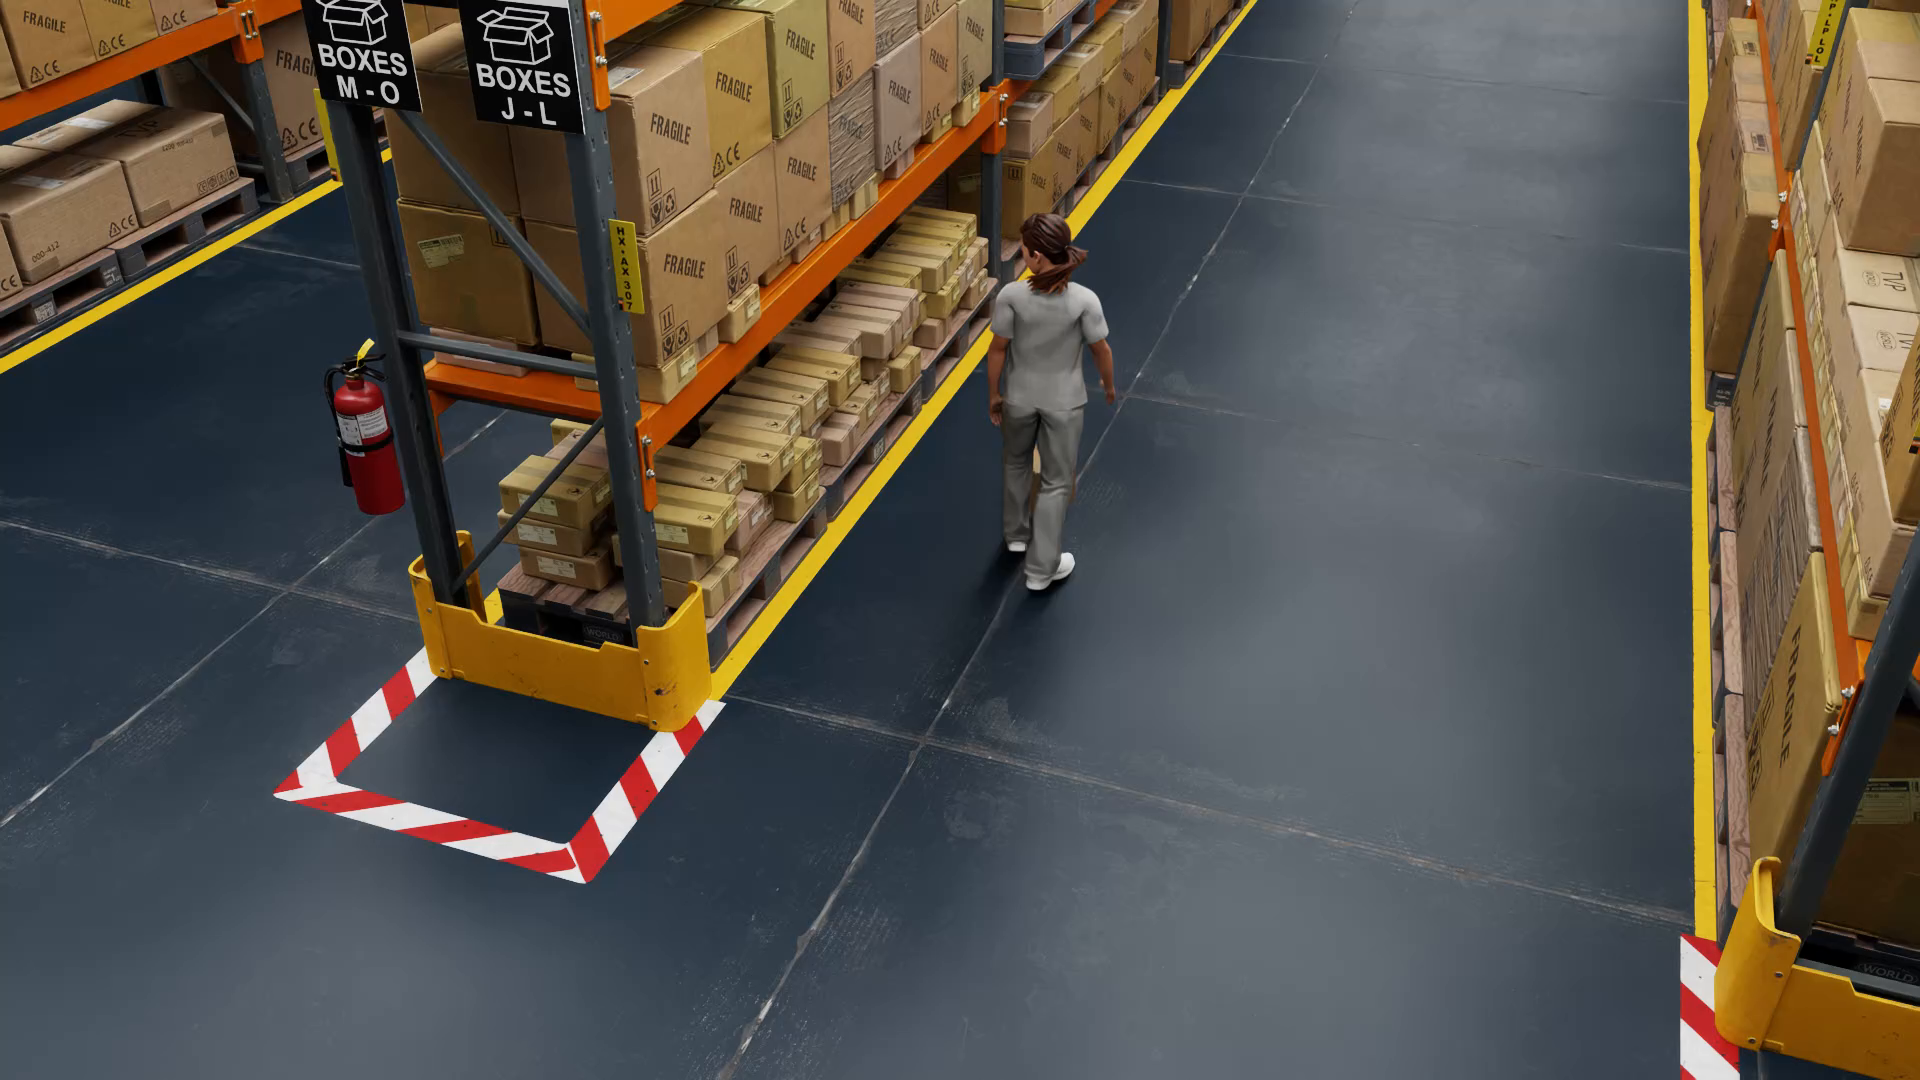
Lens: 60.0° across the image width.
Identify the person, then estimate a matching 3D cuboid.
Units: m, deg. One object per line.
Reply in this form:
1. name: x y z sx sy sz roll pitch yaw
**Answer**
1. person: 0.388 -0.588 7.022 0.494 1.709 0.544 9 34 14
